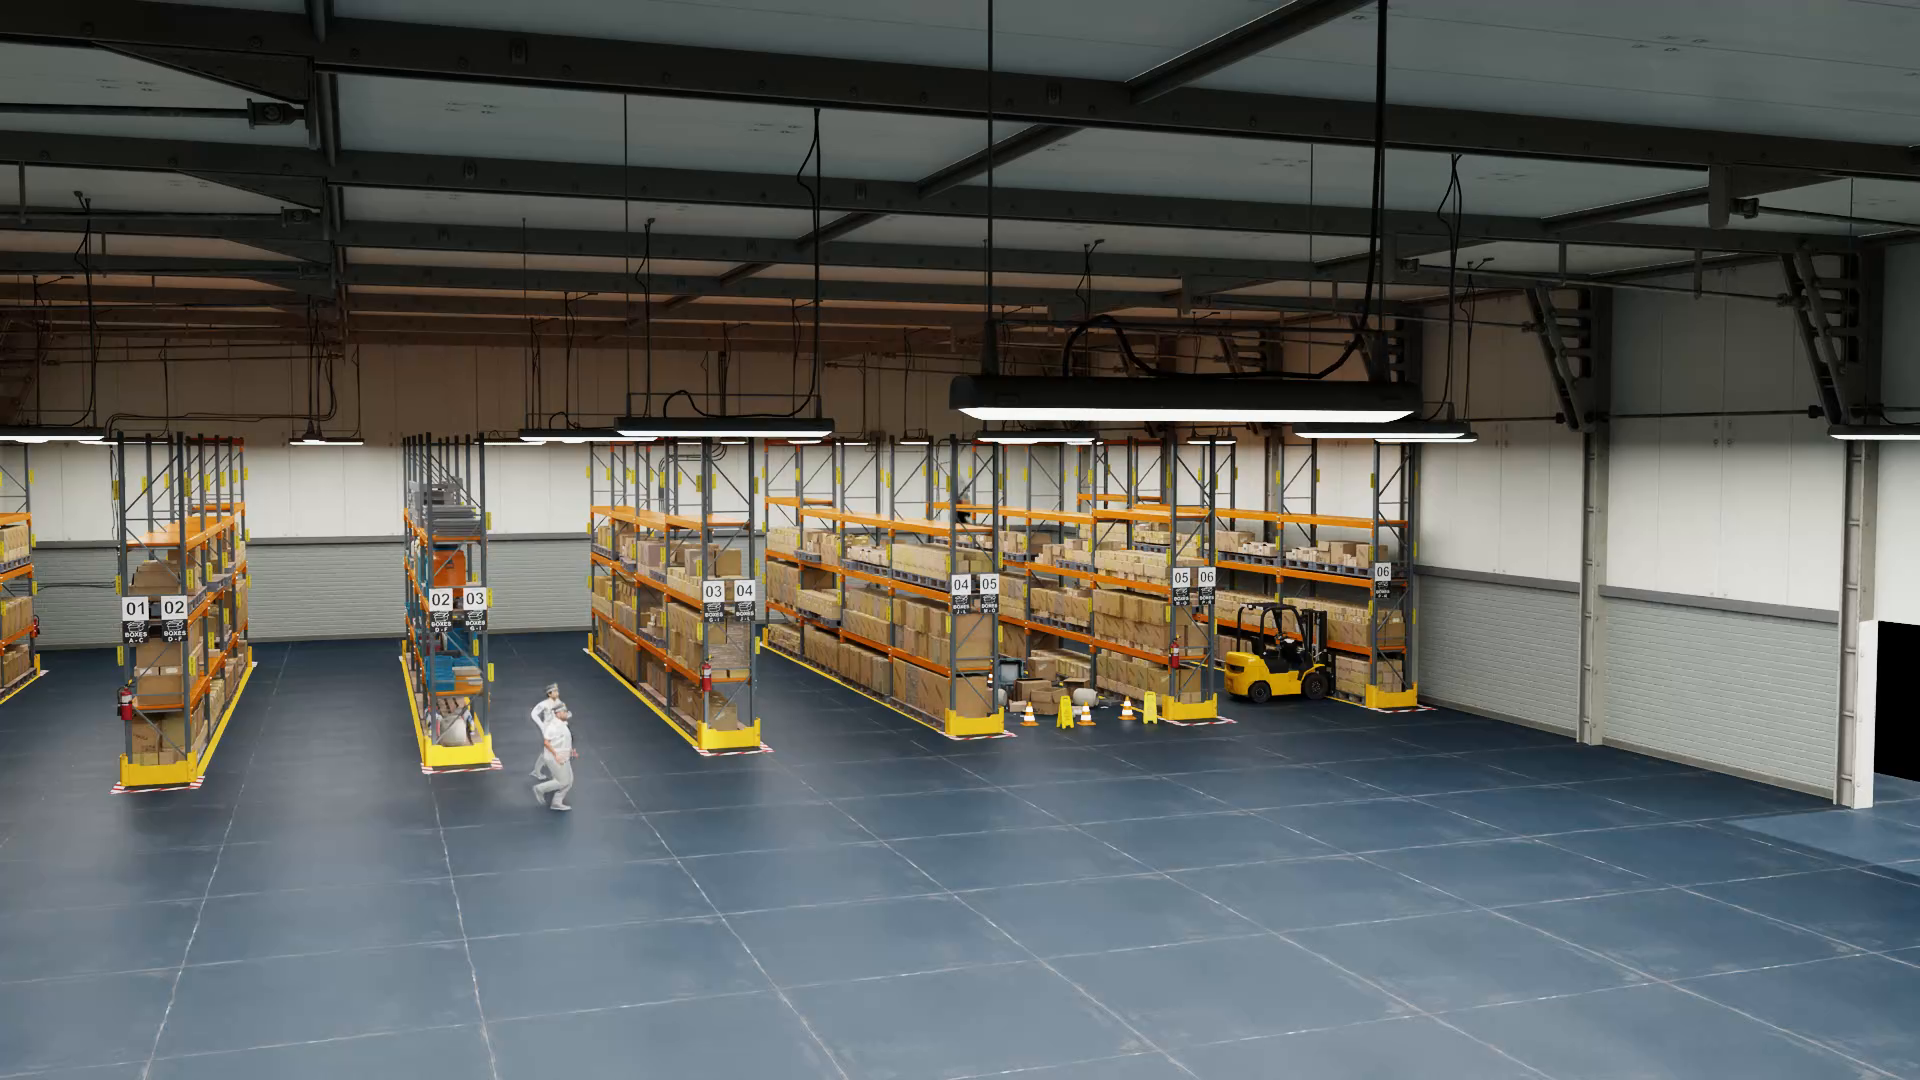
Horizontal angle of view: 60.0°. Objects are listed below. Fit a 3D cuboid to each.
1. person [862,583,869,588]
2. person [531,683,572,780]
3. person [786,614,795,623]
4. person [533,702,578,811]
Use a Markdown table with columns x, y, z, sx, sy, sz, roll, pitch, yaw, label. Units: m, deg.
| x | y | z | sx | sy | sz | roll | pitch | yaw | label |
| --- | --- | --- | --- | --- | --- | --- | --- | --- | --- |
| -2.850 | 2.130 | 50.601 | 0.613 | 1.606 | 0.607 | -1 | 3 | -16 | person |
| -6.986 | 3.315 | 28.421 | 0.751 | 1.761 | 0.580 | 1 | 3 | 14 | person |
| -5.125 | 2.093 | 50.330 | 0.642 | 1.765 | 0.689 | 3 | 4 | 45 | person |
| -6.381 | 3.412 | 26.226 | 0.631 | 1.729 | 0.652 | 0 | 3 | 5 | person |
